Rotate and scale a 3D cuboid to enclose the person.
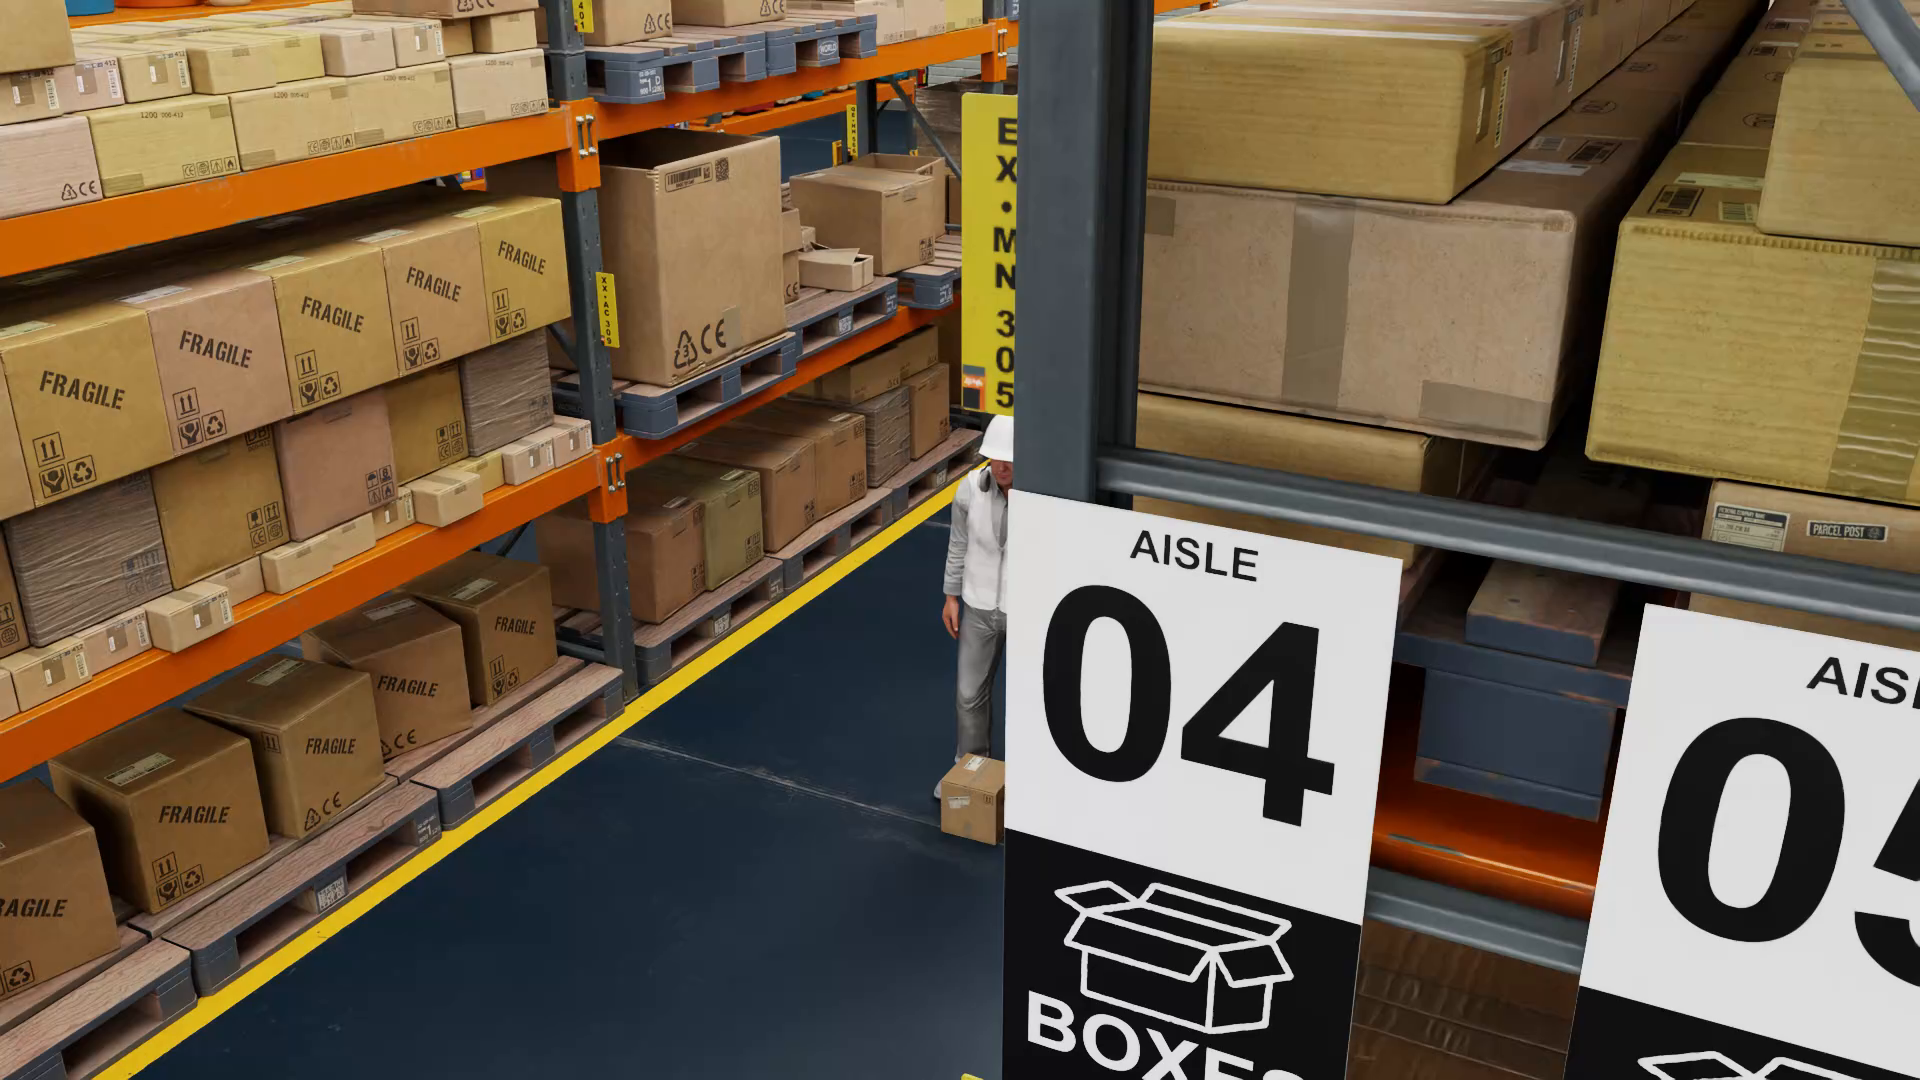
[{"bbox_3d":[0.199,0.288,6.872,0.576,1.767,0.463,9,24,22],"label":"person"}]
